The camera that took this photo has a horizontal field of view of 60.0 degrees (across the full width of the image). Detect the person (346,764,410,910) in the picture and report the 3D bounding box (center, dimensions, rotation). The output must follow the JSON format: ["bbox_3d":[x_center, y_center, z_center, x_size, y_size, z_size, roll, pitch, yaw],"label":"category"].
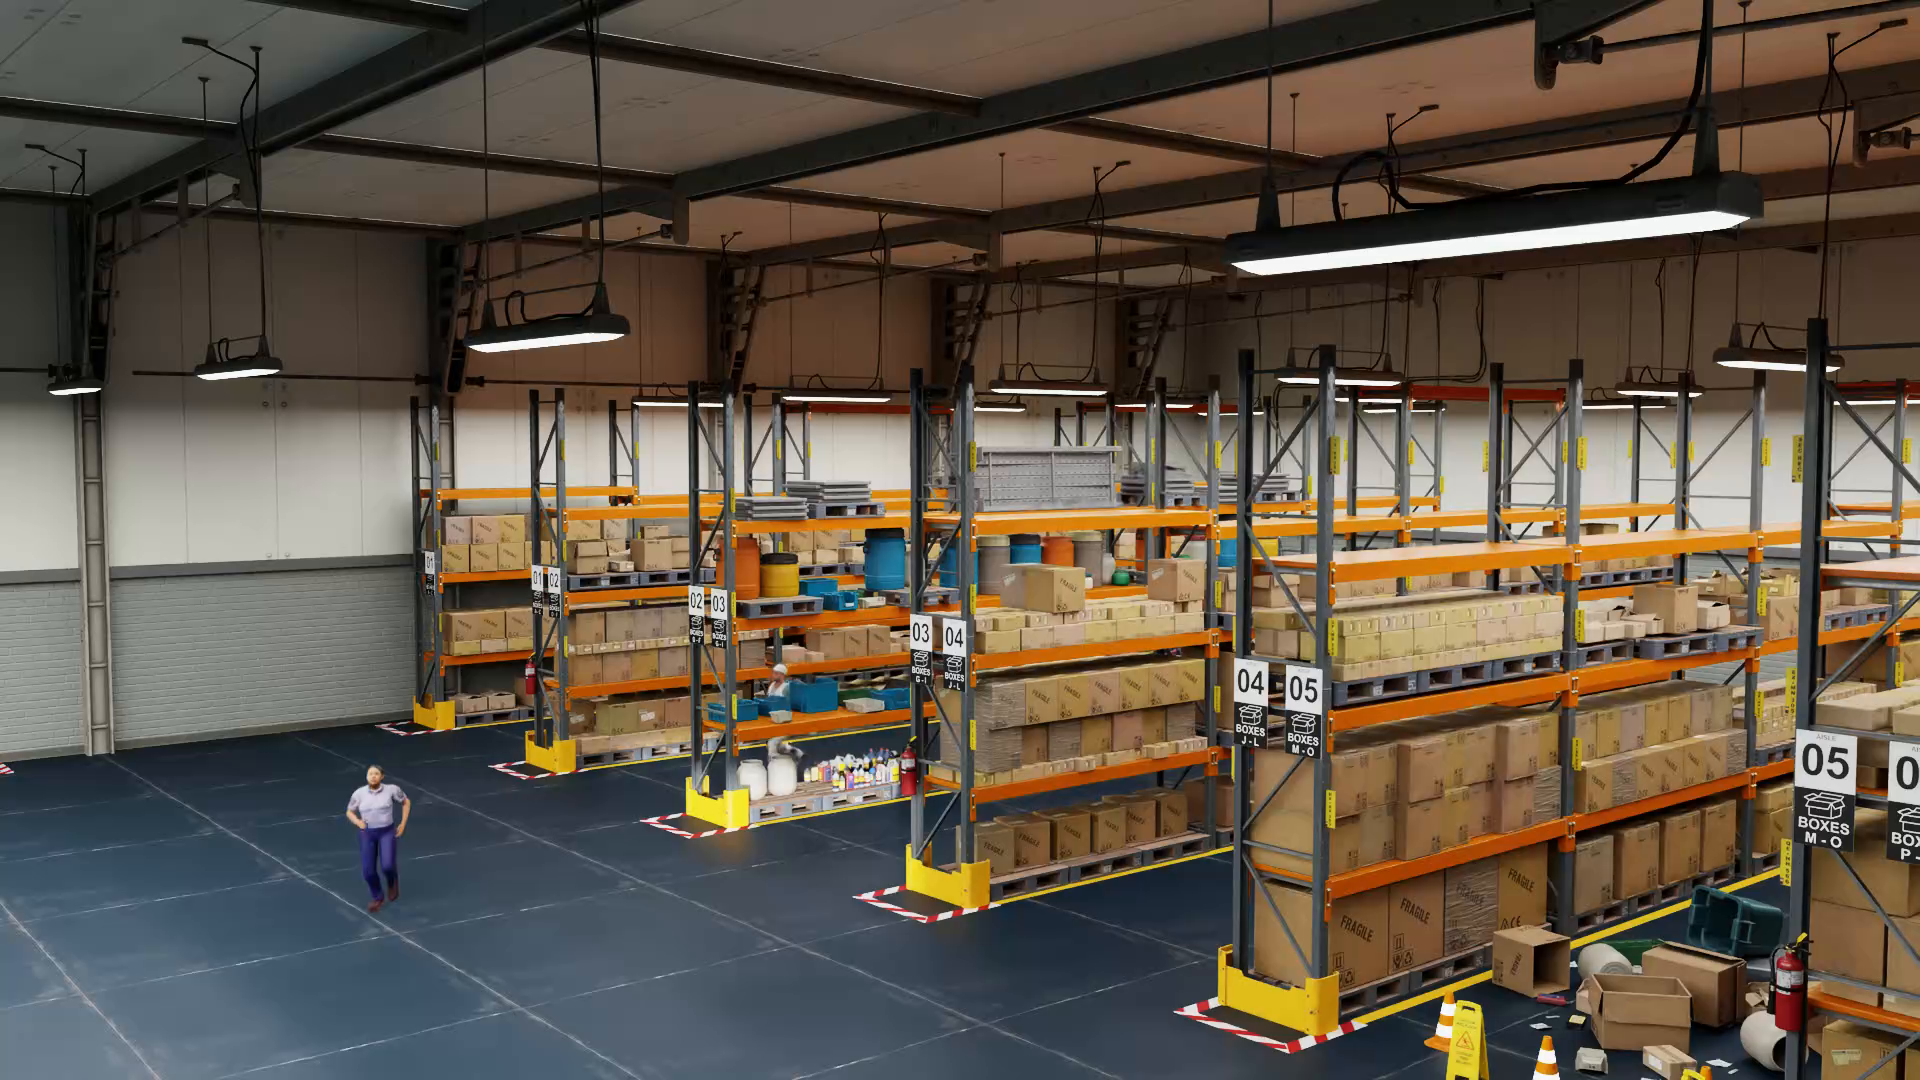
[{"bbox_3d":[-6.404,3.279,18.280,0.657,1.615,0.527,-1,3,-12],"label":"person"}]

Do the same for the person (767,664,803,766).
[{"bbox_3d":[-2.730,2.787,25.440,0.899,1.783,0.656,-3,5,-42],"label":"person"}]
